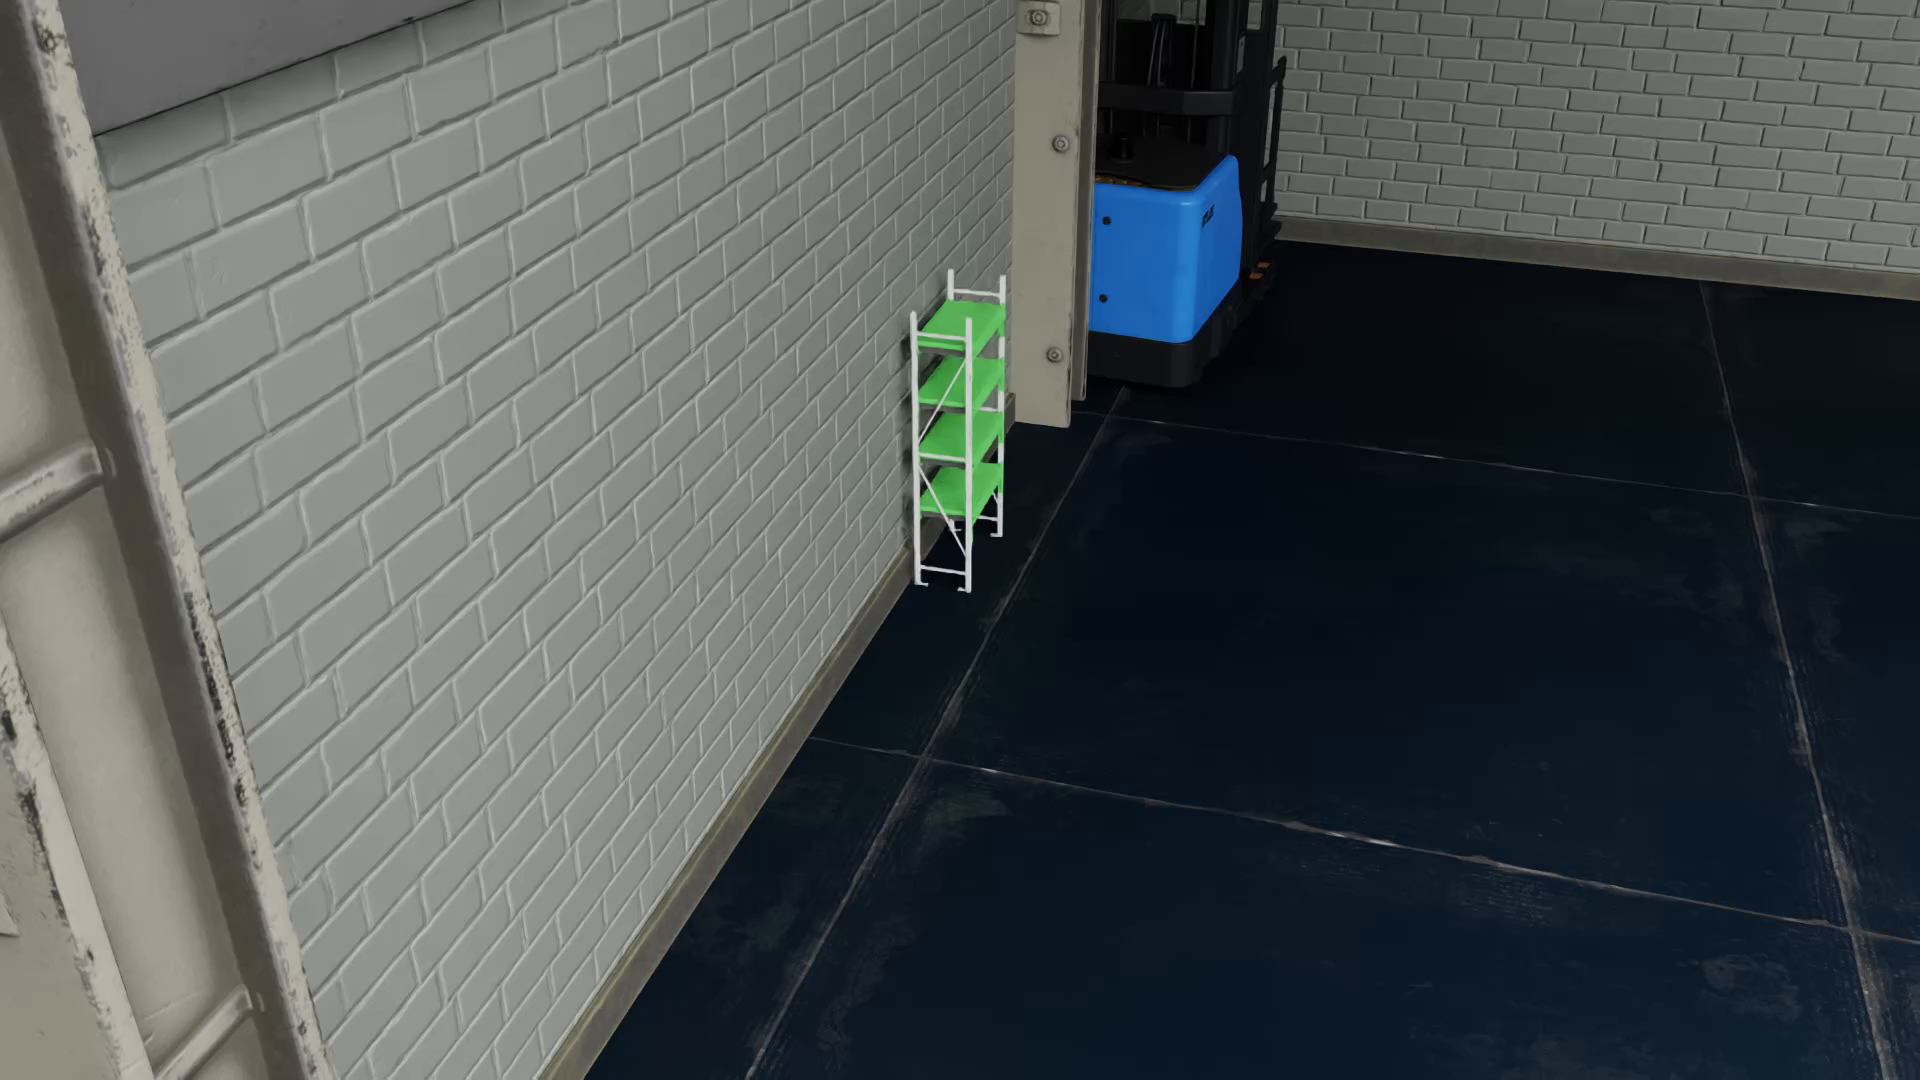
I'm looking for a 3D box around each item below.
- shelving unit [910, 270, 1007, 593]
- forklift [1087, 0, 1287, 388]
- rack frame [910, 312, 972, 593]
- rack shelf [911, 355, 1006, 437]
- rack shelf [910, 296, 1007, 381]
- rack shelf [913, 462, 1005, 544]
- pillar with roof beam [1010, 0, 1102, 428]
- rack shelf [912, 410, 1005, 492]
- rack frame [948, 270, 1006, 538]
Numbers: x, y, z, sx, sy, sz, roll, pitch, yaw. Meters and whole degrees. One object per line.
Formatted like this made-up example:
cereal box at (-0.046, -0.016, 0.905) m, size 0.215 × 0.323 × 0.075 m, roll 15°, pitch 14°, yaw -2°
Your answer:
shelving unit at (-0.002, -0.441, 6.808) m, size 0.258 × 1.200 × 0.503 m, roll 8°, pitch 30°, yaw 14°
forklift at (1.245, -2.757, 9.192) m, size 1.130 × 2.935 × 3.031 m, roll 11°, pitch 31°, yaw 19°
rack frame at (-0.071, -0.327, 6.604) m, size 0.240 × 1.200 × 0.015 m, roll 8°, pitch 30°, yaw 14°
rack shelf at (-0.002, -0.595, 6.723) m, size 0.258 × 0.148 × 0.480 m, roll 8°, pitch 30°, yaw 14°
rack shelf at (-0.002, -0.805, 6.606) m, size 0.258 × 0.148 × 0.480 m, roll 8°, pitch 30°, yaw 14°
rack shelf at (-0.001, -0.175, 6.956) m, size 0.258 × 0.148 × 0.480 m, roll 8°, pitch 30°, yaw 14°
pillar with roof beam at (4.560, -3.988, 5.162) m, size 9.100 × 9.000 × 0.400 m, roll 8°, pitch 30°, yaw 15°
rack shelf at (-0.001, -0.385, 6.839) m, size 0.258 × 0.148 × 0.480 m, roll 8°, pitch 30°, yaw 14°
rack frame at (0.068, -0.555, 7.012) m, size 0.240 × 1.200 × 0.015 m, roll 8°, pitch 30°, yaw 14°
